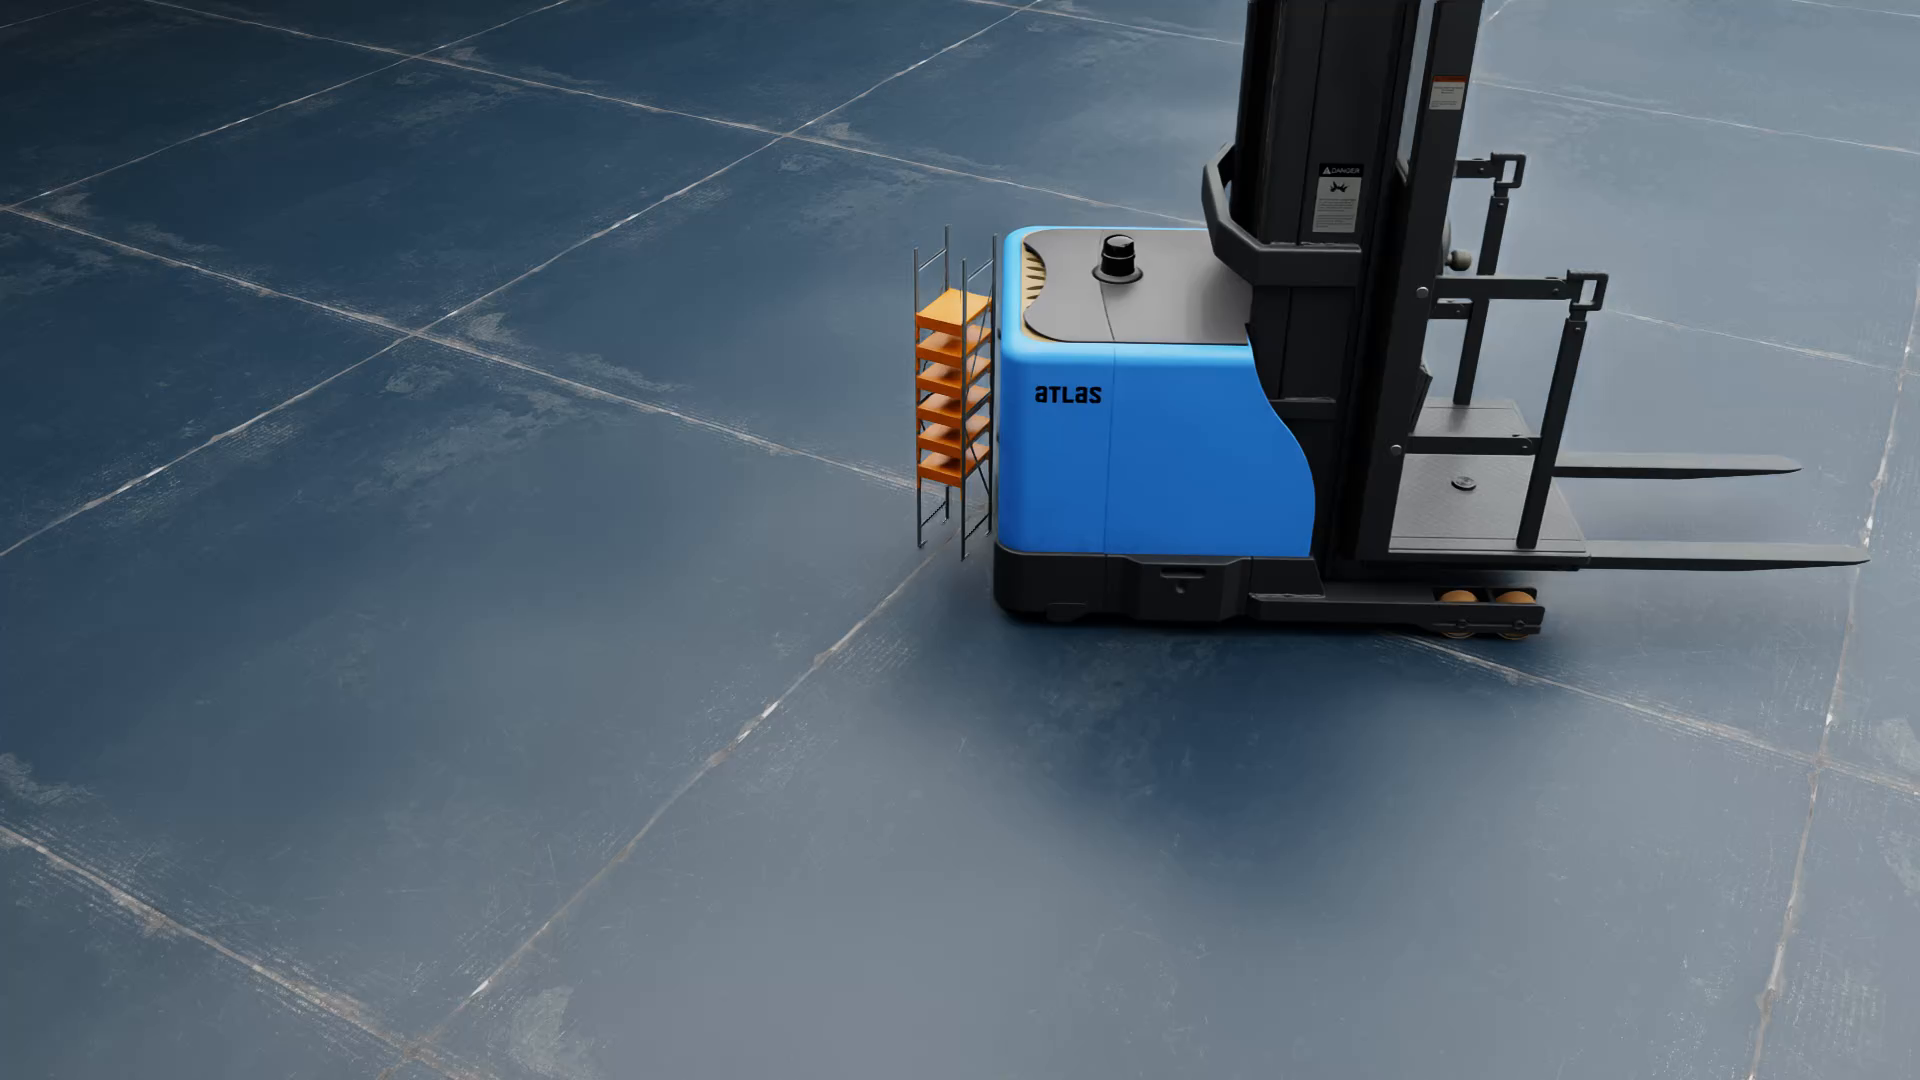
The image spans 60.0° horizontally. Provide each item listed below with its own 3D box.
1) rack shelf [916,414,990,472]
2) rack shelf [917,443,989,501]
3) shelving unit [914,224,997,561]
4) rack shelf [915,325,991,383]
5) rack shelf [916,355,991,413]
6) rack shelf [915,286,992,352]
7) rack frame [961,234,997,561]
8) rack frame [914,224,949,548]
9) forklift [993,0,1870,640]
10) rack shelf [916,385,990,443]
[{"bbox_3d":[-0.018,-0.367,6.014,0.180,0.103,0.258,17,37,23],"label":"rack shelf"},{"bbox_3d":[-0.018,-0.267,6.080,0.180,0.103,0.258,17,37,23],"label":"rack shelf"},{"bbox_3d":[-0.017,-0.504,5.923,0.189,1.200,0.258,17,37,23],"label":"shelving unit"},{"bbox_3d":[-0.016,-0.667,5.815,0.180,0.103,0.258,17,37,23],"label":"rack shelf"},{"bbox_3d":[-0.016,-0.567,5.881,0.180,0.103,0.258,17,37,23],"label":"rack shelf"},{"bbox_3d":[-0.015,-0.767,5.748,0.180,0.103,0.258,17,37,23],"label":"rack shelf"},{"bbox_3d":[0.064,-0.480,5.887,0.006,1.200,0.240,17,37,23],"label":"rack frame"},{"bbox_3d":[-0.098,-0.528,5.958,0.006,1.200,0.240,17,37,23],"label":"rack frame"},{"bbox_3d":[1.645,-1.177,5.374,3.031,2.935,1.130,1,34,2],"label":"forklift"},{"bbox_3d":[-0.017,-0.467,5.947,0.180,0.103,0.258,17,37,23],"label":"rack shelf"}]
